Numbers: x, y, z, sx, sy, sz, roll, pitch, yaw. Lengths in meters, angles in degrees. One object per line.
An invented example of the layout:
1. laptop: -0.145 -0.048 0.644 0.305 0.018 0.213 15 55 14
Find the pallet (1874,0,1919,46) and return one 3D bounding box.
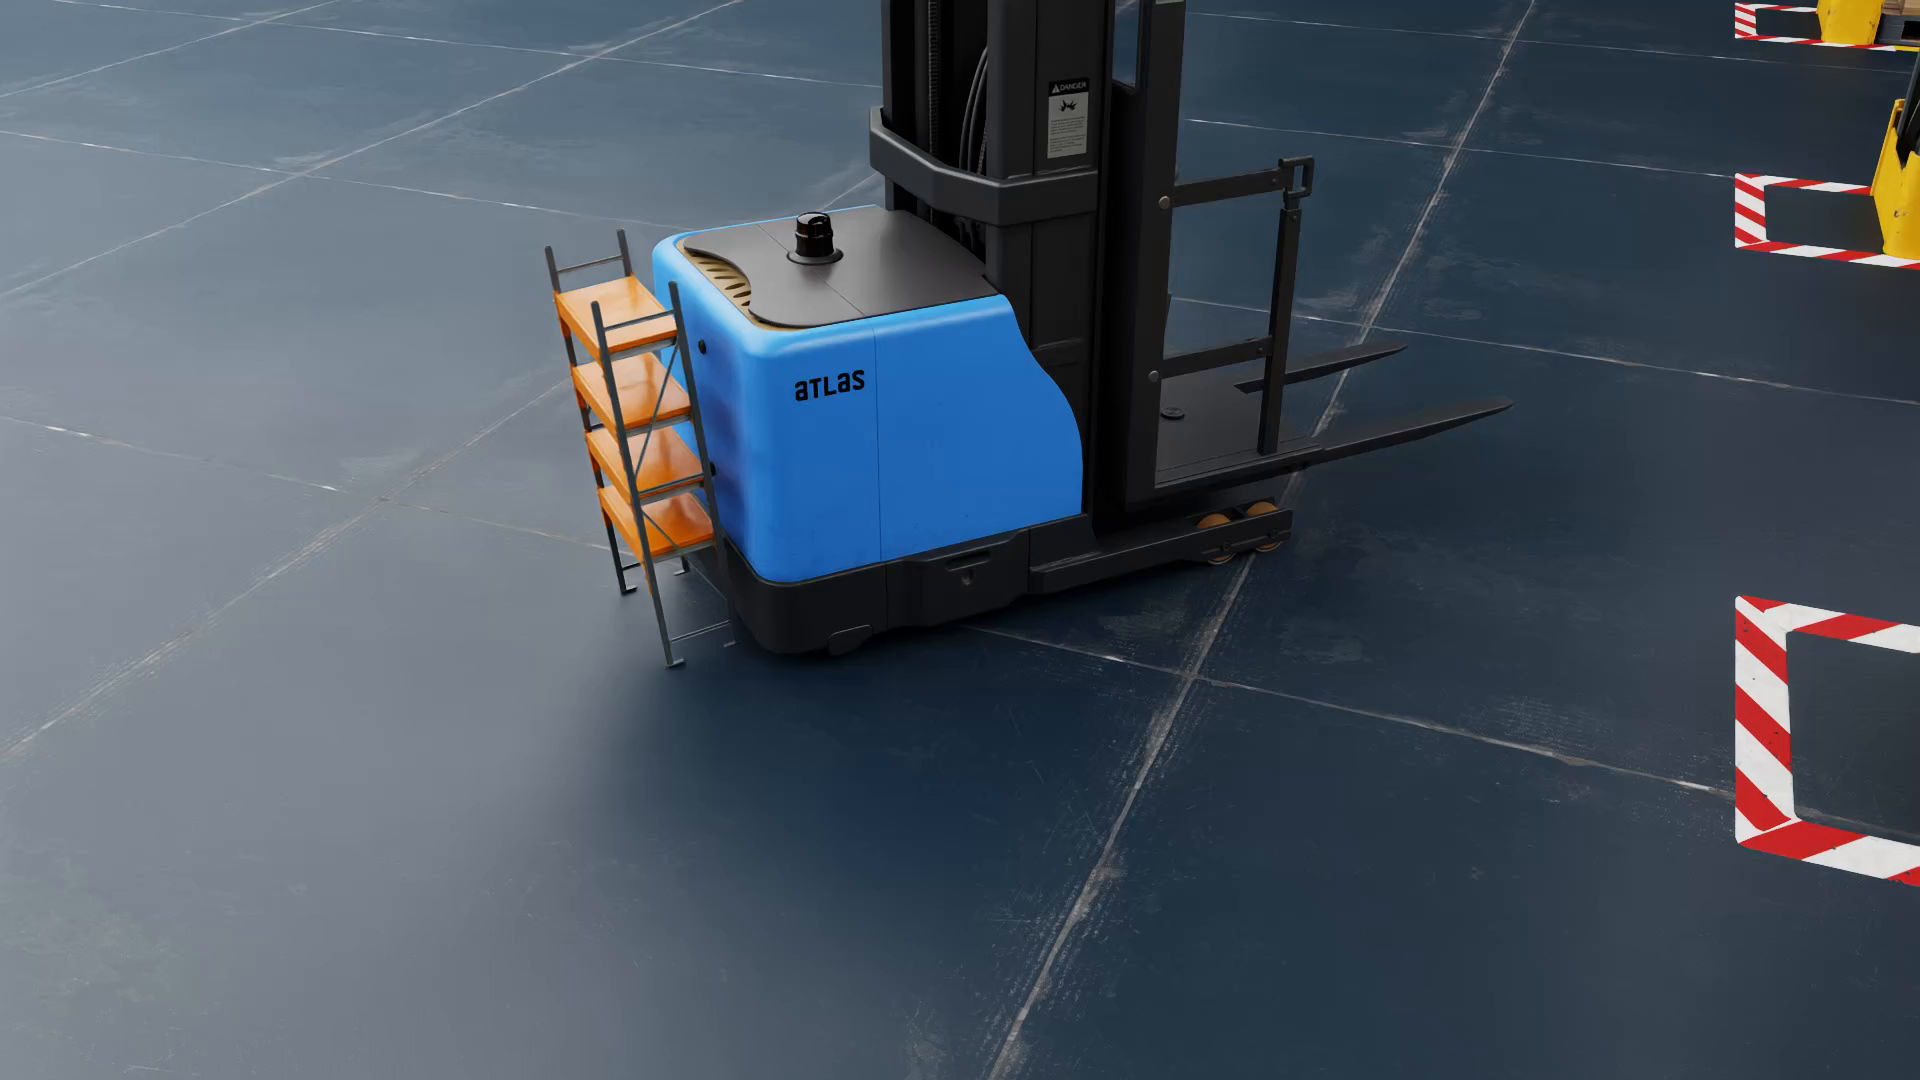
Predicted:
1. pallet: 7.461 -3.859 12.363 1.213 0.211 1.003 11 31 19

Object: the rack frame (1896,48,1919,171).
1. rack frame: 4.871 -2.938 7.899 0.127 3.000 1.000 11 31 19

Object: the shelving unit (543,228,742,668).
1. shelving unit: -0.941 -0.266 4.980 0.258 1.200 0.503 -18 34 -20

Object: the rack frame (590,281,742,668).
1. rack frame: -0.832 -0.159 4.790 0.240 1.200 0.015 -18 34 -20

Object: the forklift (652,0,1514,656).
1. forklift: 0.565 -1.413 5.270 3.031 2.935 1.130 -14 32 -23

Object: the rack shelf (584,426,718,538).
1. rack shelf: -0.936 -0.209 5.015 0.258 0.148 0.480 -18 34 -20

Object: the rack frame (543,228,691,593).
1. rack frame: -1.051 -0.373 5.170 0.240 1.200 0.015 -18 34 -20

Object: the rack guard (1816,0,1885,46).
1. rack guard: 6.715 -4.112 12.516 0.348 0.500 1.175 11 31 19

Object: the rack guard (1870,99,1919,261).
1. rack guard: 4.959 -1.857 8.527 0.348 0.500 1.175 11 31 19

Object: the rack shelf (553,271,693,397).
1. rack shelf: -0.972 -0.599 4.774 0.258 0.148 0.480 -18 34 -20

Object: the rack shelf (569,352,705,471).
1. rack shelf: -0.954 -0.398 4.898 0.258 0.148 0.480 -18 34 -20

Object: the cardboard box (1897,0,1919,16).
1. cardboard box: 7.150 -3.981 12.112 0.500 0.250 0.500 11 31 19

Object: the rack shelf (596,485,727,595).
1. rack shelf: -0.921 -0.040 5.119 0.258 0.148 0.480 -18 34 -20
